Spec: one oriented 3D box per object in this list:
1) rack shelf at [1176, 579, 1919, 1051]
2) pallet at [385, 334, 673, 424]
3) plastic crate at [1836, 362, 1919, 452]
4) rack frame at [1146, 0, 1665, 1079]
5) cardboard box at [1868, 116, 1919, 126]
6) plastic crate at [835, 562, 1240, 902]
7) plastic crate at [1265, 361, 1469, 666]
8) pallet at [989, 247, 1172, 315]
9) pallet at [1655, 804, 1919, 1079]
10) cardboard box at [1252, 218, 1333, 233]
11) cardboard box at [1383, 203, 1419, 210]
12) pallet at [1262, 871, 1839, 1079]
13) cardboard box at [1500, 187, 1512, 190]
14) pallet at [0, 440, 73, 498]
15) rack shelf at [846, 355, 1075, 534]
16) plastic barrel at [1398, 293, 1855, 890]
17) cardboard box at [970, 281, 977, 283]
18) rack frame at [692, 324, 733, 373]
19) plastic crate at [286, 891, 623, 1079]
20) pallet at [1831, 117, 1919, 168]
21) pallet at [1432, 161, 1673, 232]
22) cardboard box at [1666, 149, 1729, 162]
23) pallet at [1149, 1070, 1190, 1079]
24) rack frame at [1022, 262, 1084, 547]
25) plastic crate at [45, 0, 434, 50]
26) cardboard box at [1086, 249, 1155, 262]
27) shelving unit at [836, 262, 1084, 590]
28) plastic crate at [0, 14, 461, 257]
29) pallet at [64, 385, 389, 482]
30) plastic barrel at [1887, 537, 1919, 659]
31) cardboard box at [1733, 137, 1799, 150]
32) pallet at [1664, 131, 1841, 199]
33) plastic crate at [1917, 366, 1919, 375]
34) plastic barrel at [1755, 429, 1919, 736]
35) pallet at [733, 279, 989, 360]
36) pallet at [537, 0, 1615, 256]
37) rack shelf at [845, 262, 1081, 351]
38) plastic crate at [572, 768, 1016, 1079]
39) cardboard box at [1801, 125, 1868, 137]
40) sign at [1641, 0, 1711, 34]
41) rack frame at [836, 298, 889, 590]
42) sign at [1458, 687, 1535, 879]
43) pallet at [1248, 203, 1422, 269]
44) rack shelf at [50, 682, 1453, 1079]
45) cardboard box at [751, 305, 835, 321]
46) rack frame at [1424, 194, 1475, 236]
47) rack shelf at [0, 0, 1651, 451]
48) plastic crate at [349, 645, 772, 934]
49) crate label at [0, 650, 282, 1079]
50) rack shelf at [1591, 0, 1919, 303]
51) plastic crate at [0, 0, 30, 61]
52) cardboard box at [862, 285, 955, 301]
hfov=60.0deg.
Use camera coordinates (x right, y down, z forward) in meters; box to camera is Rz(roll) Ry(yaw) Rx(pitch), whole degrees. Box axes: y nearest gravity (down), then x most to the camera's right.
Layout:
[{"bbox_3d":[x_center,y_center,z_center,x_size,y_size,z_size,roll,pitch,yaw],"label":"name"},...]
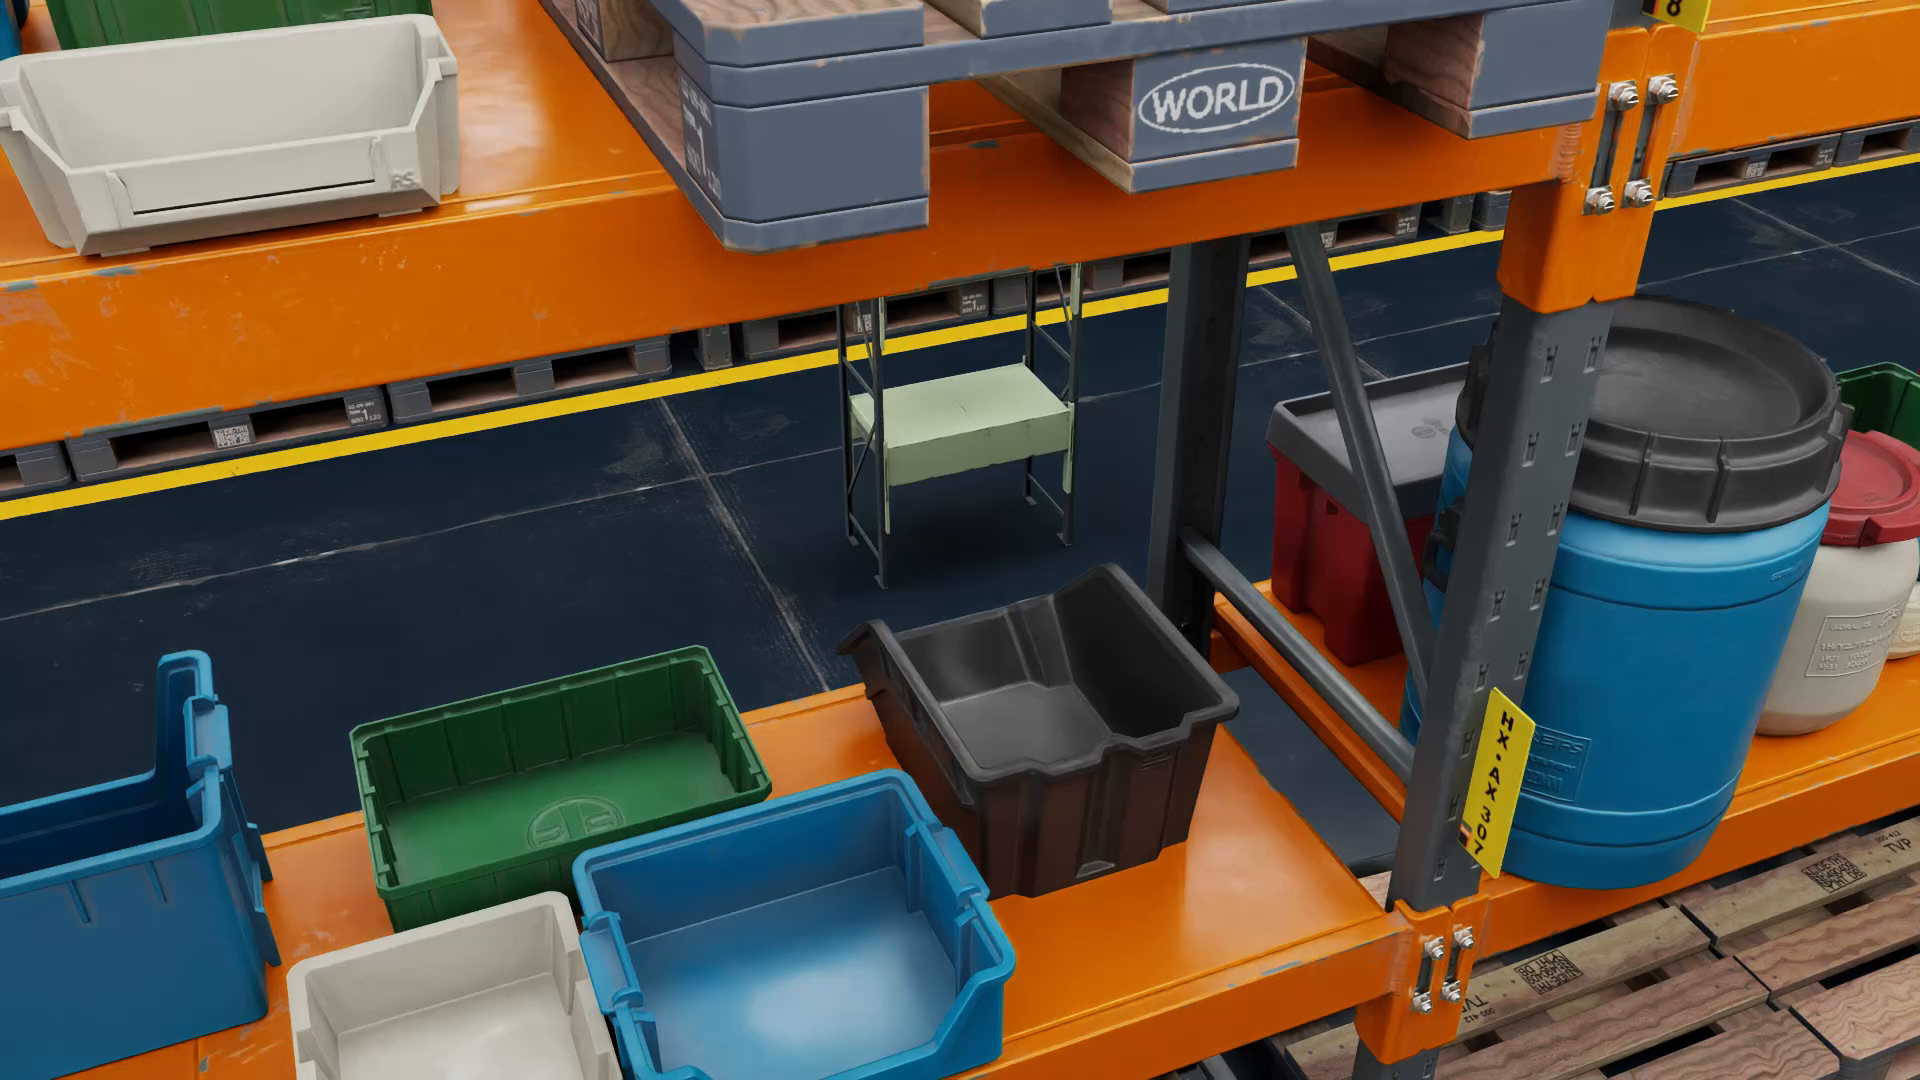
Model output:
[{"bbox_3d":[2.493,0.106,3.996,4.000,0.370,1.077,-13,35,-19],"label":"rack shelf"},{"bbox_3d":[-2.015,-0.949,7.515,1.213,0.211,1.003,-13,35,-19],"label":"pallet"},{"bbox_3d":[2.145,-0.194,3.992,0.662,0.188,0.450,-13,35,-19],"label":"plastic crate"},{"bbox_3d":[0.649,0.227,3.151,0.127,3.000,1.000,-13,35,-19],"label":"rack frame"},{"bbox_3d":[5.308,-2.742,9.602,0.500,0.500,0.500,-13,35,-19],"label":"cardboard box"},{"bbox_3d":[0.117,0.299,3.096,0.504,0.338,0.767,-13,35,-19],"label":"plastic crate"},{"bbox_3d":[0.977,-0.056,3.527,0.583,0.464,0.402,-13,35,-19],"label":"plastic crate"},{"bbox_3d":[0.525,-1.531,8.409,1.213,0.211,1.003,-13,35,-19],"label":"pallet"},{"bbox_3d":[2.484,0.951,4.595,1.213,0.211,1.003,-13,35,-19],"label":"pallet"},{"bbox_3d":[1.558,-1.788,8.384,0.500,0.250,0.500,-13,35,-19],"label":"cardboard box"},{"bbox_3d":[2.032,-1.899,8.554,0.500,0.250,0.500,-12,35,-18],"label":"cardboard box"},{"bbox_3d":[1.358,1.210,4.196,1.213,0.211,1.003,-13,35,-19],"label":"pallet"},{"bbox_3d":[2.953,-2.198,8.767,0.500,0.500,0.500,-11,35,-17],"label":"cardboard box"},{"bbox_3d":[-4.265,-0.434,6.723,1.213,0.211,1.003,-13,35,-19],"label":"pallet"},{"bbox_3d":[-0.006,-0.354,6.017,0.720,0.370,0.431,-13,35,-19],"label":"rack shelf"},{"bbox_3d":[1.122,0.087,2.906,0.708,0.901,0.600,-13,35,-19],"label":"plastic barrel"},{"bbox_3d":[0.151,-1.467,7.890,0.500,0.250,0.500,-14,36,-20],"label":"cardboard box"},{"bbox_3d":[-1.265,-2.265,6.980,0.127,3.000,1.000,-13,35,-19],"label":"rack frame"},{"bbox_3d":[-0.750,0.808,2.500,0.437,0.136,0.530,-13,35,-19],"label":"plastic crate"},{"bbox_3d":[5.375,-2.594,10.044,1.213,0.211,1.003,-13,35,-19],"label":"pallet"},{"bbox_3d":[3.126,-2.079,9.252,1.213,0.211,1.003,-13,35,-19],"label":"pallet"},{"bbox_3d":[3.898,-2.415,9.100,0.500,0.500,0.500,-13,35,-20],"label":"cardboard box"},{"bbox_3d":[0.013,1.516,3.726,1.213,0.211,1.003,-13,35,-19],"label":"pallet"},{"bbox_3d":[0.331,-0.704,5.958,0.023,1.500,0.400,-13,35,-19],"label":"rack frame"},{"bbox_3d":[-0.912,-0.745,2.089,0.450,0.188,0.336,-13,35,-19],"label":"plastic crate"},{"bbox_3d":[0.620,-1.574,8.055,0.500,0.250,0.500,-12,35,-18],"label":"cardboard box"},{"bbox_3d":[-0.006,-0.627,5.839,0.755,1.500,0.431,-13,35,-19],"label":"shelving unit"},{"bbox_3d":[-0.675,-0.378,1.572,0.396,0.136,0.243,-13,35,-19],"label":"plastic crate"},{"bbox_3d":[-3.142,-0.690,7.116,1.213,0.211,1.003,-13,35,-19],"label":"pallet"},{"bbox_3d":[1.928,0.082,3.500,0.301,0.262,0.301,0,33,0],"label":"plastic barrel"},{"bbox_3d":[4.377,-2.528,9.273,0.500,0.500,0.500,-14,36,-21],"label":"cardboard box"},{"bbox_3d":[4.249,-2.335,9.645,1.213,0.211,1.003,-13,35,-19],"label":"pallet"},{"bbox_3d":[2.728,-0.457,4.144,0.583,0.464,0.402,-13,35,-19],"label":"plastic crate"},{"bbox_3d":[1.616,0.078,3.255,0.433,0.535,0.433,0,33,0],"label":"plastic barrel"},{"bbox_3d":[-0.601,-1.271,8.010,1.213,0.211,1.003,-13,35,-19],"label":"pallet"},{"bbox_3d":[0.021,-0.750,2.075,1.003,0.211,1.213,-13,35,-19],"label":"pallet"},{"bbox_3d":[-0.006,-0.954,5.626,0.720,0.370,0.431,-13,35,-19],"label":"rack shelf"},{"bbox_3d":[-0.267,0.659,2.623,0.616,0.251,0.499,-13,35,-19],"label":"plastic crate"},{"bbox_3d":[4.845,-2.636,9.440,0.500,0.500,0.500,-12,35,-18],"label":"cardboard box"},{"bbox_3d":[0.851,-0.755,1.902,0.005,0.325,0.100,-13,35,-19],"label":"sign"},{"bbox_3d":[-0.344,-0.550,5.720,0.023,1.500,0.400,-13,35,-19],"label":"rack frame"},{"bbox_3d":[0.851,0.390,2.647,0.005,0.325,0.100,-13,35,-19],"label":"sign"},{"bbox_3d":[1.649,-1.786,8.802,1.213,0.211,1.003,-13,35,-19],"label":"pallet"},{"bbox_3d":[-1.195,0.951,2.698,4.000,0.370,1.077,-13,35,-19],"label":"rack shelf"},{"bbox_3d":[-0.798,-1.249,7.555,0.500,0.250,0.500,-14,35,-20],"label":"cardboard box"},{"bbox_3d":[2.423,-3.109,8.278,0.127,3.000,1.000,-13,35,-19],"label":"rack frame"},{"bbox_3d":[-1.195,-0.307,1.880,4.000,0.370,1.077,-13,35,-19],"label":"rack shelf"},{"bbox_3d":[-0.712,0.460,2.987,0.662,0.188,0.450,-13,35,-19],"label":"plastic crate"},{"bbox_3d":[-1.447,0.532,2.650,0.616,0.435,0.502,-13,35,-19],"label":"crate label"},{"bbox_3d":[2.493,-1.151,3.178,4.000,0.370,1.077,-13,35,-19],"label":"rack shelf"},{"bbox_3d":[-1.398,-0.733,1.891,0.575,0.384,0.392,-13,35,-19],"label":"plastic crate"},{"bbox_3d":[-0.326,-1.356,7.720,0.500,0.250,0.500,-12,35,-18],"label":"cardboard box"}]
